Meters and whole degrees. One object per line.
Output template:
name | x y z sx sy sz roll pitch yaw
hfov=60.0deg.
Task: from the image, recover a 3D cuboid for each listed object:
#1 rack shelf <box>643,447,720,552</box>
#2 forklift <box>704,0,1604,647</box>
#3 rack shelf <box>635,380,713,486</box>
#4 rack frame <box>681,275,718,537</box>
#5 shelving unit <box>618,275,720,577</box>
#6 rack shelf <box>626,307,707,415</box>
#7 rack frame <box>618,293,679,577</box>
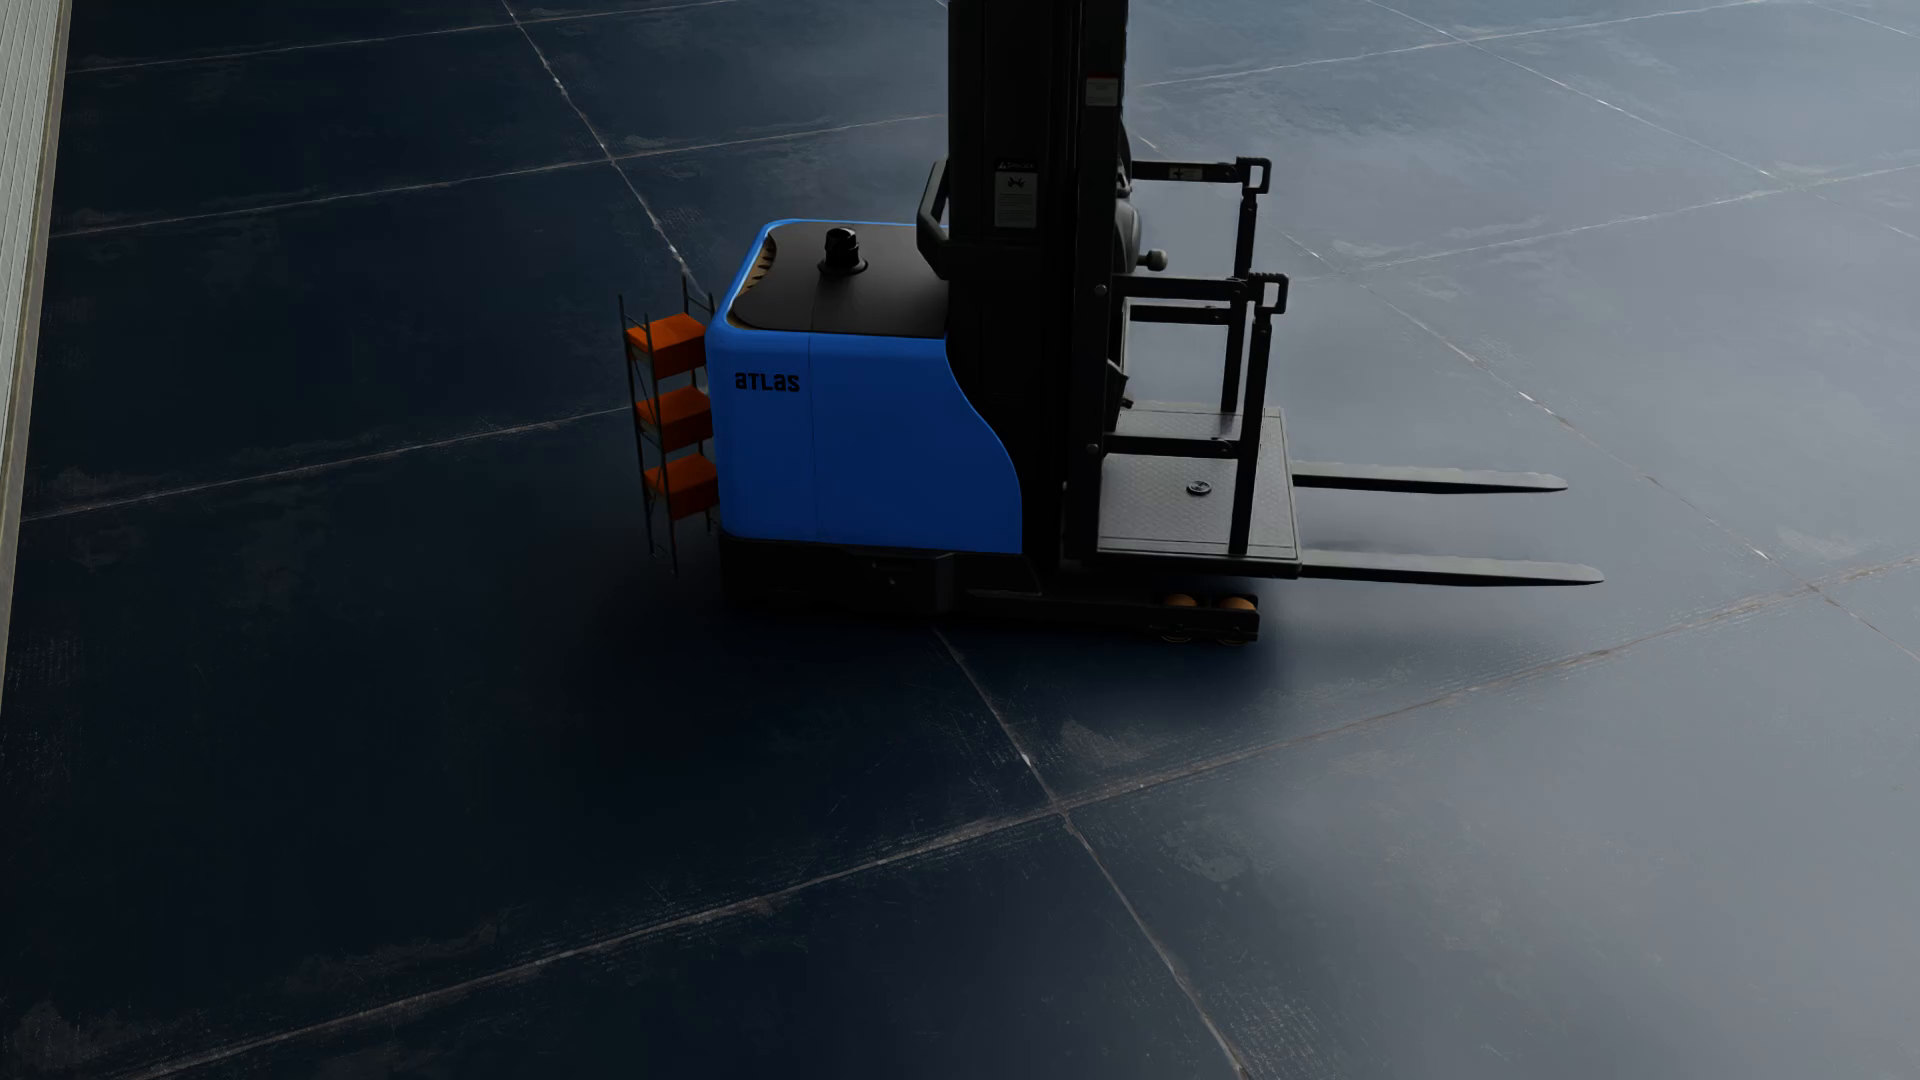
rack shelf | -0.991 -0.147 6.041 0.240 0.259 0.215 -23 39 -31
forklift | 0.711 -1.171 5.362 3.031 2.935 1.130 3 33 5
rack shelf | -0.992 -0.381 5.891 0.240 0.259 0.215 -23 39 -31
rack frame | -0.895 -0.430 5.947 0.008 1.050 0.200 -23 39 -31
shelving unit | -0.992 -0.390 5.885 0.252 1.050 0.215 -23 39 -31
rack shelf | -0.992 -0.619 5.737 0.240 0.259 0.215 -23 39 -31
rack frame | -1.088 -0.349 5.823 0.008 1.050 0.200 -23 39 -31
